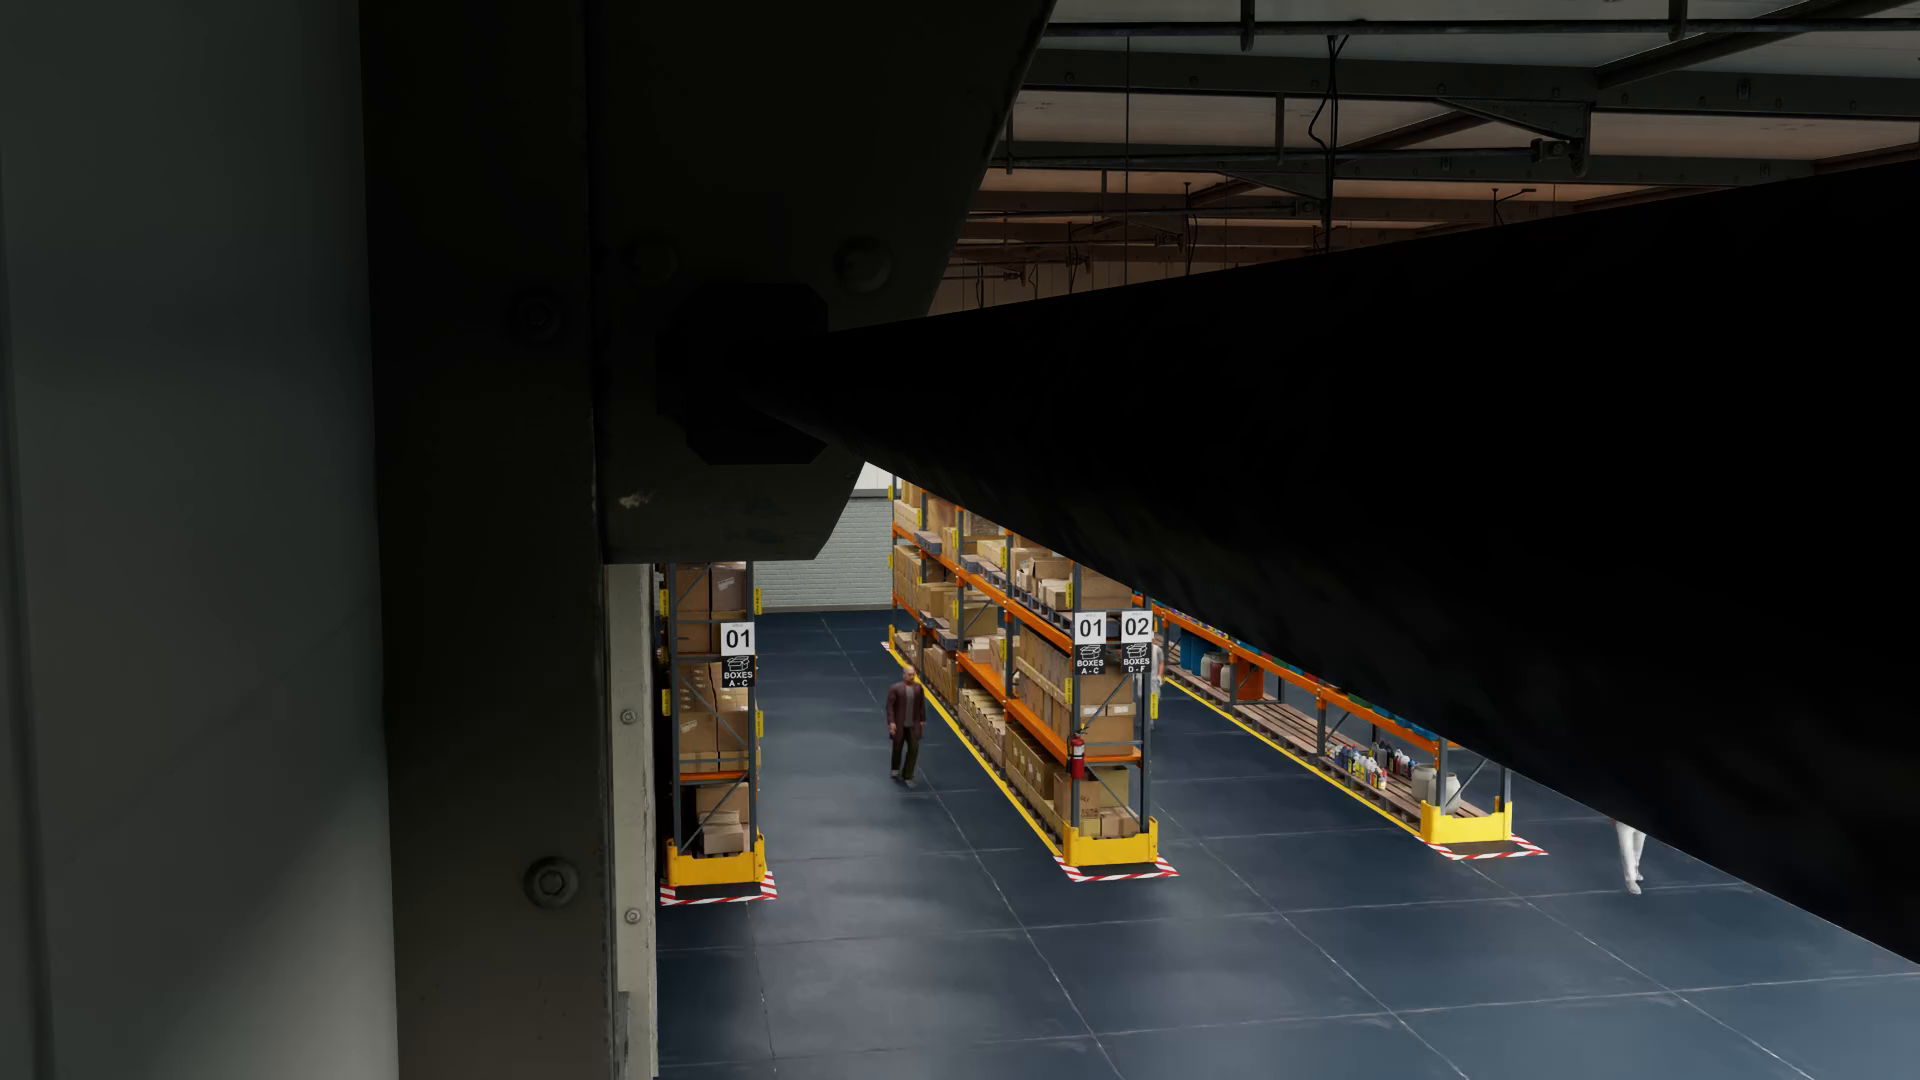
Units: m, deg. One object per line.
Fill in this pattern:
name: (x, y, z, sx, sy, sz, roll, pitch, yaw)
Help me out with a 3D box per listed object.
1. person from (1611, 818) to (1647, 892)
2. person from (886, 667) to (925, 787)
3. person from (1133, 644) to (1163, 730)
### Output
person: (8.108, 3.347, 19.975, 0.513, 1.643, 0.841, 1, 6, 13)
person: (-0.810, 2.846, 24.997, 0.690, 1.675, 0.737, -3, 7, -25)
person: (3.215, 2.379, 28.729, 0.585, 1.721, 0.760, 0, 6, 4)
